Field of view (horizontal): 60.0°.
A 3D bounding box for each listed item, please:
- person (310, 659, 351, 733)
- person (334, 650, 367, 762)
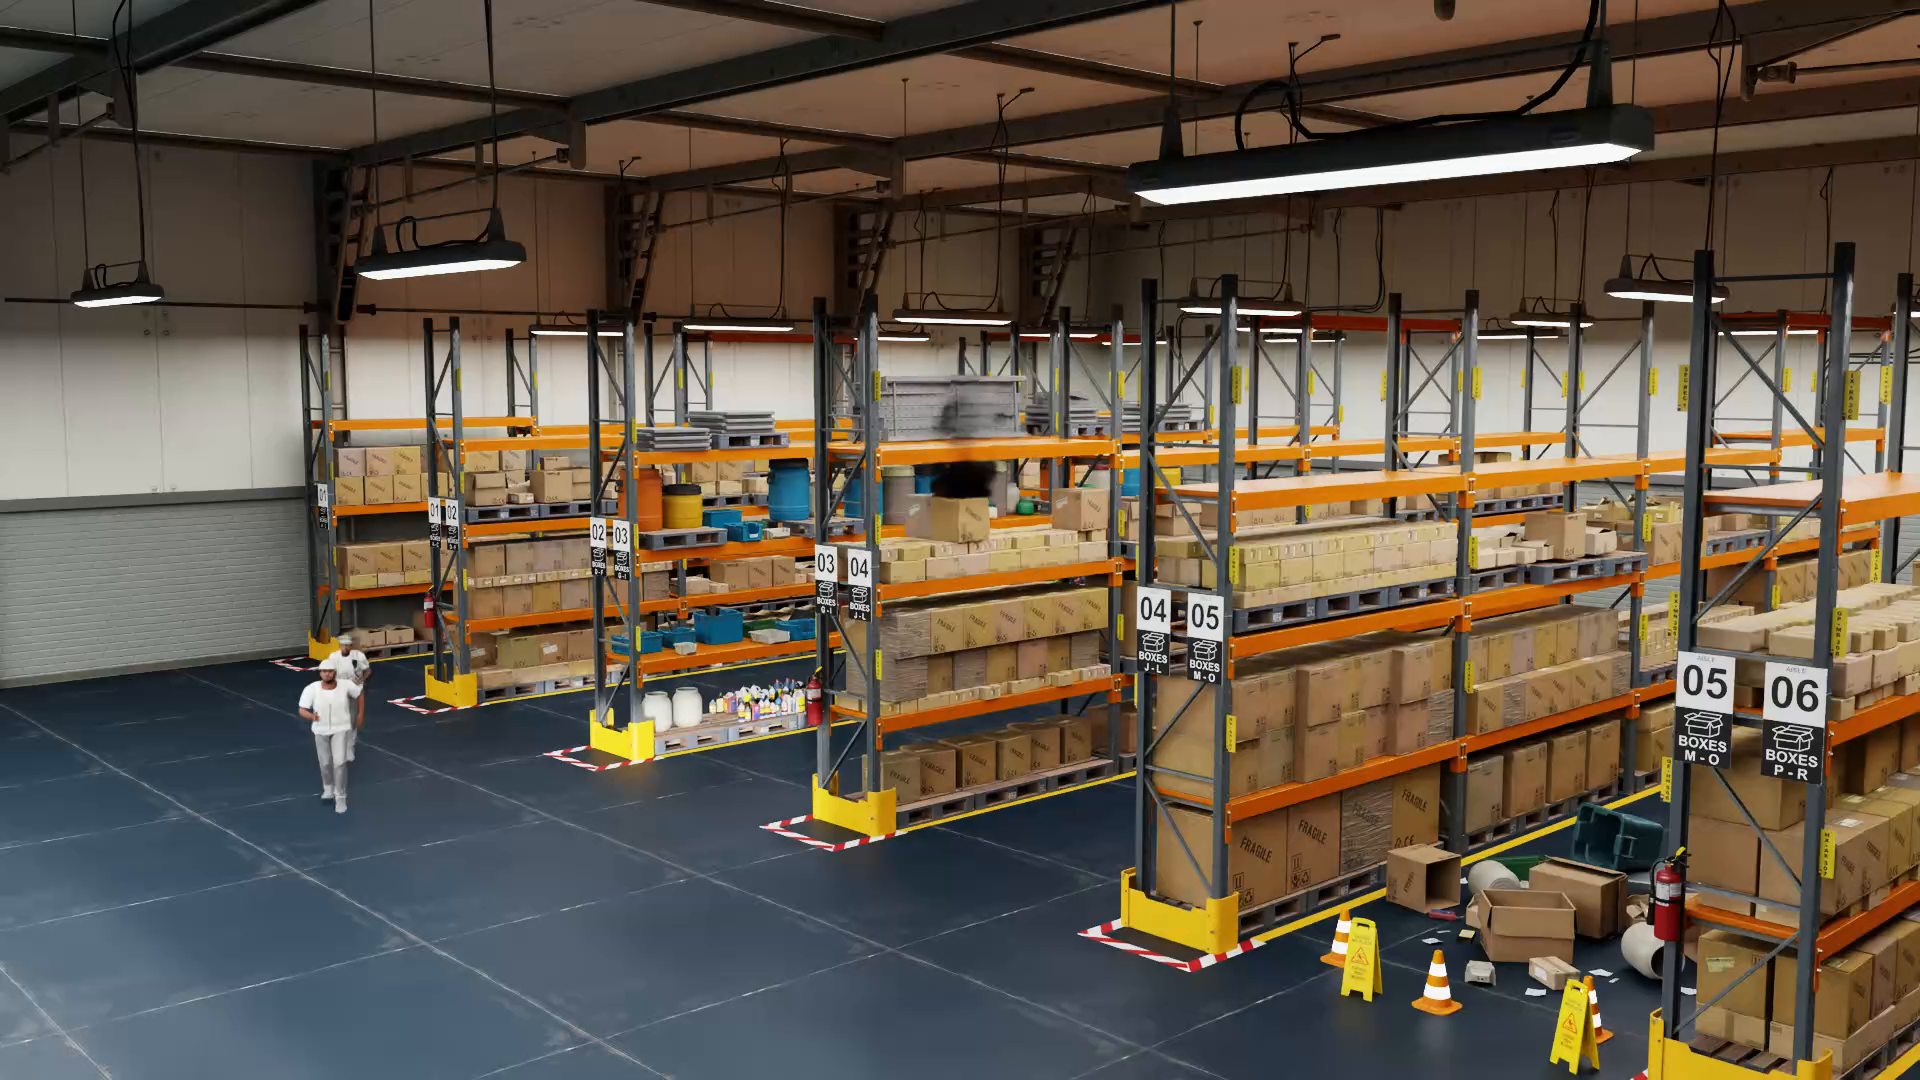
[{"bbox_3d":[-7.450,1.830,19.660,0.436,0.873,0.371,-2,6,-16],"label":"person"},{"bbox_3d":[-8.256,2.192,22.554,0.411,1.453,1.035,-2,6,-20],"label":"person"}]
